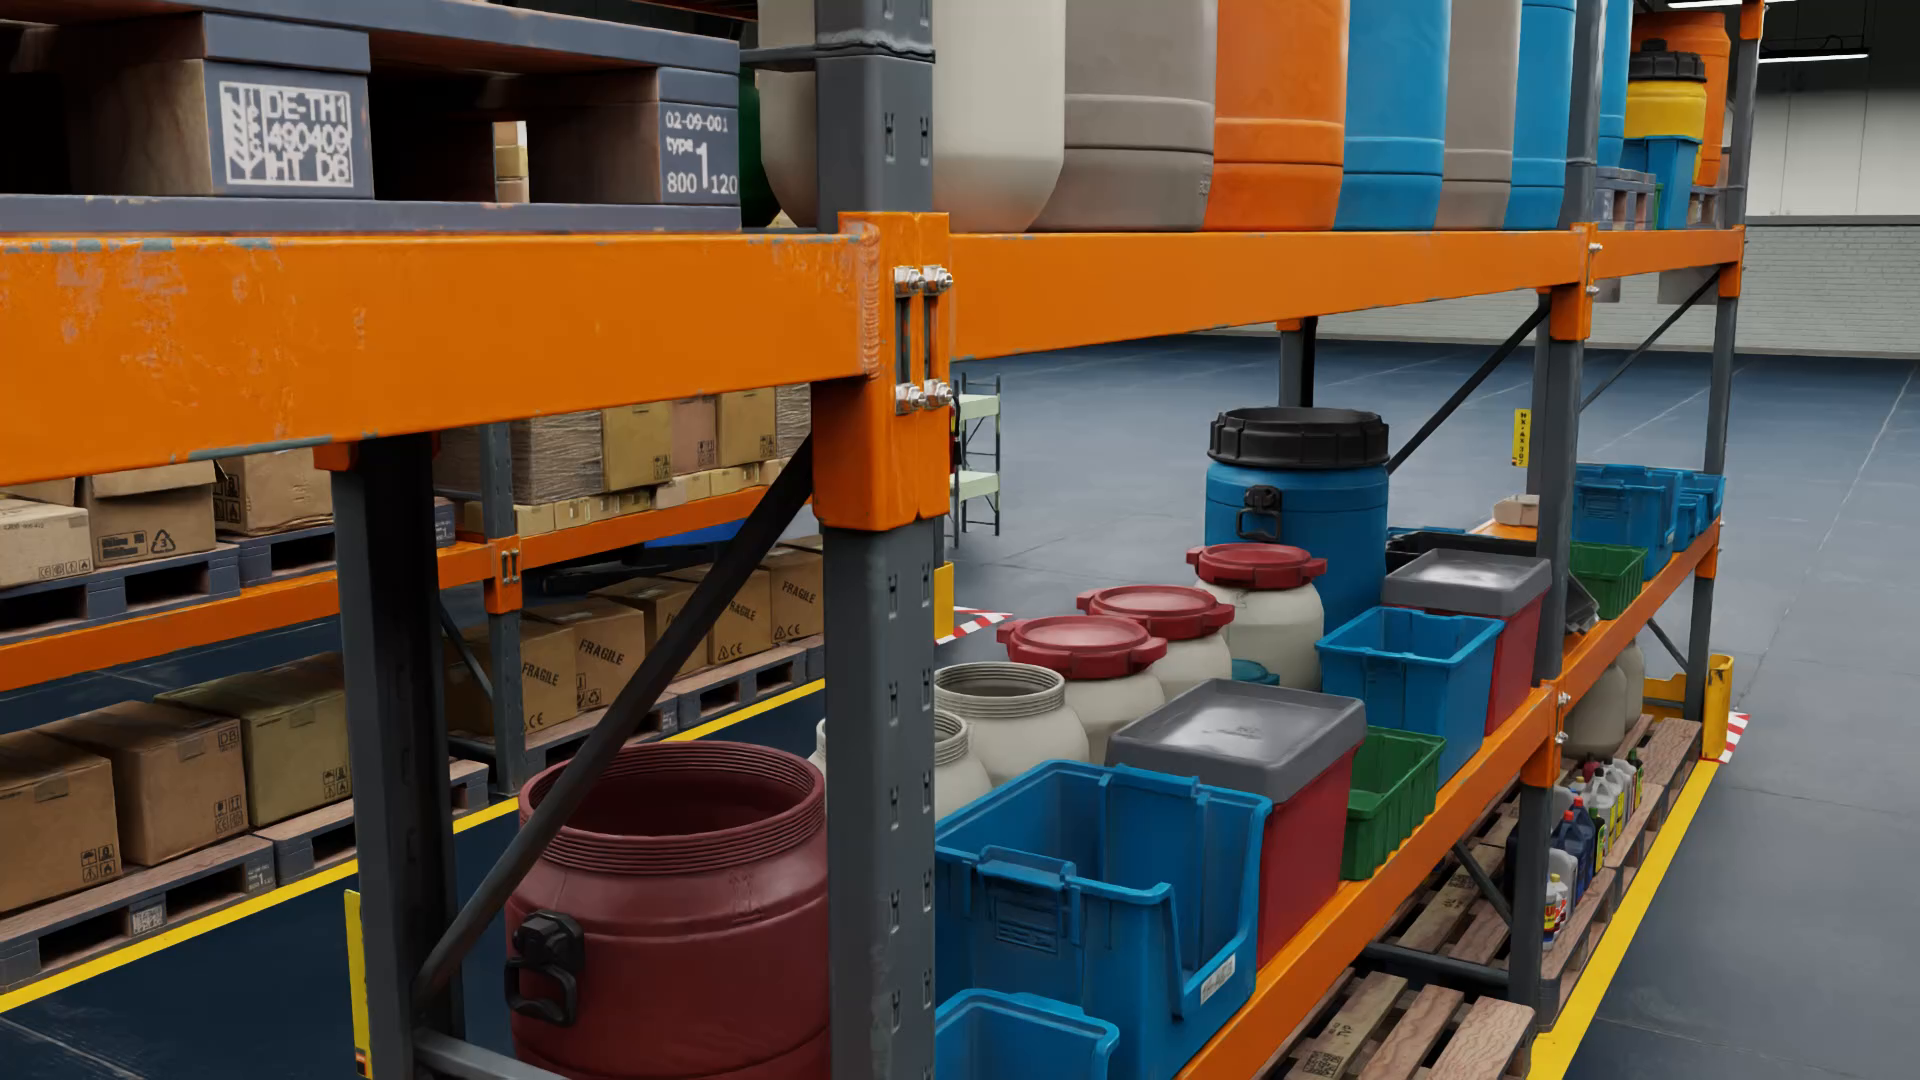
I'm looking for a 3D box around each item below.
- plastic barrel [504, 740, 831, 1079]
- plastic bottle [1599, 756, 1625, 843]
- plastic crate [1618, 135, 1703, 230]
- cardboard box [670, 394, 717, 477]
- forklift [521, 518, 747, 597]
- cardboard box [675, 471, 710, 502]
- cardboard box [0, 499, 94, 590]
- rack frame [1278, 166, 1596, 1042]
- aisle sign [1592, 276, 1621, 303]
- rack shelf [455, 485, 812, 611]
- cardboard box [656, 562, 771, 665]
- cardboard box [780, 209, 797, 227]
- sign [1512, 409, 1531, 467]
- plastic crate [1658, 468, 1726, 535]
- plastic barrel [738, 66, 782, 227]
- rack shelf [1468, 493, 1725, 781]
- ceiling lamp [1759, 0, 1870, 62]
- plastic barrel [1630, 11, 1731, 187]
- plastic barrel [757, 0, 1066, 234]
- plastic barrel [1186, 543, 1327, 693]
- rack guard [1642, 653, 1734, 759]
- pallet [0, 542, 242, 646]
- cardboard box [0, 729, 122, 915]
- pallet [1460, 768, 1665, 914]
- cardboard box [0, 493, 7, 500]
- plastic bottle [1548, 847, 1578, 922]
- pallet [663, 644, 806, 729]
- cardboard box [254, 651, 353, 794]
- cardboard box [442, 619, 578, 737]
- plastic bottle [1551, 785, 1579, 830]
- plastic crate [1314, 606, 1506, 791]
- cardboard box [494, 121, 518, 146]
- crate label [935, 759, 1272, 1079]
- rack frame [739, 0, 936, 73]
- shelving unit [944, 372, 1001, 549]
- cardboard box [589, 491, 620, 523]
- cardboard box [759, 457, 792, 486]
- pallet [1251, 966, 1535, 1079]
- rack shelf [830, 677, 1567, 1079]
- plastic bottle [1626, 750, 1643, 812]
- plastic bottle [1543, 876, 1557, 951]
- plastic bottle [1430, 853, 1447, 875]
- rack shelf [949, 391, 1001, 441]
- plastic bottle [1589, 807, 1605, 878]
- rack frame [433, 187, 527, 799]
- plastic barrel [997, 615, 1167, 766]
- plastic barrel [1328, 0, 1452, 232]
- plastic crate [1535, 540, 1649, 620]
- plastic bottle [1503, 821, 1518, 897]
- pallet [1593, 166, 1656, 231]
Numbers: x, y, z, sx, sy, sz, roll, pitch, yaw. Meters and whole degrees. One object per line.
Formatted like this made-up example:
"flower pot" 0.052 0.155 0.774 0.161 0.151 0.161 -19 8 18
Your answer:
"plastic barrel" -0.507 0.699 2.996 0.600 0.536 0.708 6 12 31
"plastic bottle" 2.776 1.111 7.166 0.144 0.351 0.185 7 13 33
"plastic crate" 2.931 -1.528 7.154 0.392 0.384 0.575 6 12 31
"cardboard box" -1.896 -0.658 9.535 0.875 0.500 0.500 6 12 31
"forklift" -3.155 -1.110 13.214 3.031 2.935 1.130 -6 12 -29
"cardboard box" -1.649 -0.315 9.465 0.380 0.149 0.250 6 12 31
"cardboard box" -3.656 0.020 6.257 0.500 0.250 0.500 6 12 29
"rack frame" 1.587 0.239 5.824 1.000 3.000 0.127 6 12 31
"aisle sign" 3.451 -1.708 9.155 0.394 0.787 0.004 6 12 31
"rack shelf" -1.608 -0.196 10.098 1.077 0.370 4.000 6 12 31
"cardboard box" -1.530 0.449 10.352 0.500 0.500 0.500 8 13 36
"cardboard box" -1.132 -2.006 10.068 0.500 0.250 0.500 7 13 32
"sign" 3.196 -0.580 9.444 0.100 0.325 0.005 6 12 31
"plastic crate" 3.660 -0.210 8.625 0.499 0.251 0.616 6 12 31
"plastic barrel" -0.405 -0.574 2.436 0.294 0.245 0.294 0 11 0
"rack shelf" 2.626 0.278 7.571 1.077 0.370 4.000 6 12 31
"ceiling lamp" 15.563 -10.355 30.243 2.000 3.185 0.800 6 12 31
"plastic barrel" 3.520 -2.194 8.357 0.600 0.830 0.708 6 12 31
"plastic barrel" -0.066 -0.681 2.282 0.421 0.512 0.421 0 11 0
"plastic barrel" 0.903 0.301 5.120 0.433 0.535 0.433 0 11 0
"rack guard" 3.665 0.855 9.327 1.175 0.500 0.348 6 12 31
"pallet" -3.730 0.173 6.693 1.003 0.211 1.213 6 12 31
"cardboard box" -3.826 1.121 6.706 0.700 0.500 0.500 8 13 35
"pallet" 2.604 1.315 7.653 1.003 0.211 1.213 6 12 31
"cardboard box" -6.446 0.021 11.617 0.875 0.875 0.875 7 12 32
"plastic bottle" 2.272 1.299 6.364 0.152 0.276 0.135 7 13 33
"pallet" -1.695 0.834 10.220 1.003 0.211 1.213 6 12 31
"cardboard box" -2.983 0.872 8.037 0.700 0.500 0.500 5 12 26
"cardboard box" -2.404 0.729 8.859 0.500 0.500 0.500 6 12 29
"plastic bottle" 2.540 1.167 7.071 0.152 0.276 0.135 6 12 31
"plastic crate" 1.280 0.450 4.740 0.392 0.384 0.575 6 12 31
"cardboard box" -2.630 -2.245 8.501 0.500 0.500 0.500 6 12 29
"crate label" 0.258 0.720 3.157 0.502 0.435 0.616 6 12 31
"rack frame" -0.489 -2.081 1.912 1.000 3.000 0.127 6 12 31
"shelving unit" 0.003 -0.738 15.118 0.431 1.500 0.755 6 12 31
"cardboard box" -2.030 -0.196 8.830 0.380 0.149 0.250 6 12 31
"cardboard box" -1.230 -0.430 10.077 0.380 0.149 0.250 6 12 31
"pallet" 1.213 1.736 5.401 1.003 0.211 1.213 6 12 31
"rack shelf" 0.549 0.907 4.210 1.077 0.370 4.000 6 12 31
"plastic bottle" 3.040 1.079 7.520 0.061 0.283 0.133 7 13 32
"plastic bottle" 2.127 1.355 6.079 0.097 0.271 0.097 0 11 0
"plastic bottle" 1.915 1.212 6.829 0.152 0.276 0.135 6 12 31
"rack shelf" 0.003 -1.122 15.046 0.431 0.370 0.720 6 12 31
"plastic bottle" 2.580 1.218 6.776 0.061 0.283 0.133 7 13 33
"rack frame" -2.646 -0.235 8.352 1.000 3.000 0.127 6 12 31
"plastic barrel" 0.298 0.485 4.140 0.433 0.535 0.433 0 11 0
"plastic barrel" 0.830 -1.176 3.865 0.600 0.901 0.708 6 12 31
"plastic crate" 2.533 0.156 6.840 0.450 0.188 0.662 6 12 31
"plastic bottle" 2.238 1.223 6.568 0.144 0.351 0.185 6 12 31
"pallet" 1.878 -1.266 6.222 1.213 0.211 1.003 6 12 31
